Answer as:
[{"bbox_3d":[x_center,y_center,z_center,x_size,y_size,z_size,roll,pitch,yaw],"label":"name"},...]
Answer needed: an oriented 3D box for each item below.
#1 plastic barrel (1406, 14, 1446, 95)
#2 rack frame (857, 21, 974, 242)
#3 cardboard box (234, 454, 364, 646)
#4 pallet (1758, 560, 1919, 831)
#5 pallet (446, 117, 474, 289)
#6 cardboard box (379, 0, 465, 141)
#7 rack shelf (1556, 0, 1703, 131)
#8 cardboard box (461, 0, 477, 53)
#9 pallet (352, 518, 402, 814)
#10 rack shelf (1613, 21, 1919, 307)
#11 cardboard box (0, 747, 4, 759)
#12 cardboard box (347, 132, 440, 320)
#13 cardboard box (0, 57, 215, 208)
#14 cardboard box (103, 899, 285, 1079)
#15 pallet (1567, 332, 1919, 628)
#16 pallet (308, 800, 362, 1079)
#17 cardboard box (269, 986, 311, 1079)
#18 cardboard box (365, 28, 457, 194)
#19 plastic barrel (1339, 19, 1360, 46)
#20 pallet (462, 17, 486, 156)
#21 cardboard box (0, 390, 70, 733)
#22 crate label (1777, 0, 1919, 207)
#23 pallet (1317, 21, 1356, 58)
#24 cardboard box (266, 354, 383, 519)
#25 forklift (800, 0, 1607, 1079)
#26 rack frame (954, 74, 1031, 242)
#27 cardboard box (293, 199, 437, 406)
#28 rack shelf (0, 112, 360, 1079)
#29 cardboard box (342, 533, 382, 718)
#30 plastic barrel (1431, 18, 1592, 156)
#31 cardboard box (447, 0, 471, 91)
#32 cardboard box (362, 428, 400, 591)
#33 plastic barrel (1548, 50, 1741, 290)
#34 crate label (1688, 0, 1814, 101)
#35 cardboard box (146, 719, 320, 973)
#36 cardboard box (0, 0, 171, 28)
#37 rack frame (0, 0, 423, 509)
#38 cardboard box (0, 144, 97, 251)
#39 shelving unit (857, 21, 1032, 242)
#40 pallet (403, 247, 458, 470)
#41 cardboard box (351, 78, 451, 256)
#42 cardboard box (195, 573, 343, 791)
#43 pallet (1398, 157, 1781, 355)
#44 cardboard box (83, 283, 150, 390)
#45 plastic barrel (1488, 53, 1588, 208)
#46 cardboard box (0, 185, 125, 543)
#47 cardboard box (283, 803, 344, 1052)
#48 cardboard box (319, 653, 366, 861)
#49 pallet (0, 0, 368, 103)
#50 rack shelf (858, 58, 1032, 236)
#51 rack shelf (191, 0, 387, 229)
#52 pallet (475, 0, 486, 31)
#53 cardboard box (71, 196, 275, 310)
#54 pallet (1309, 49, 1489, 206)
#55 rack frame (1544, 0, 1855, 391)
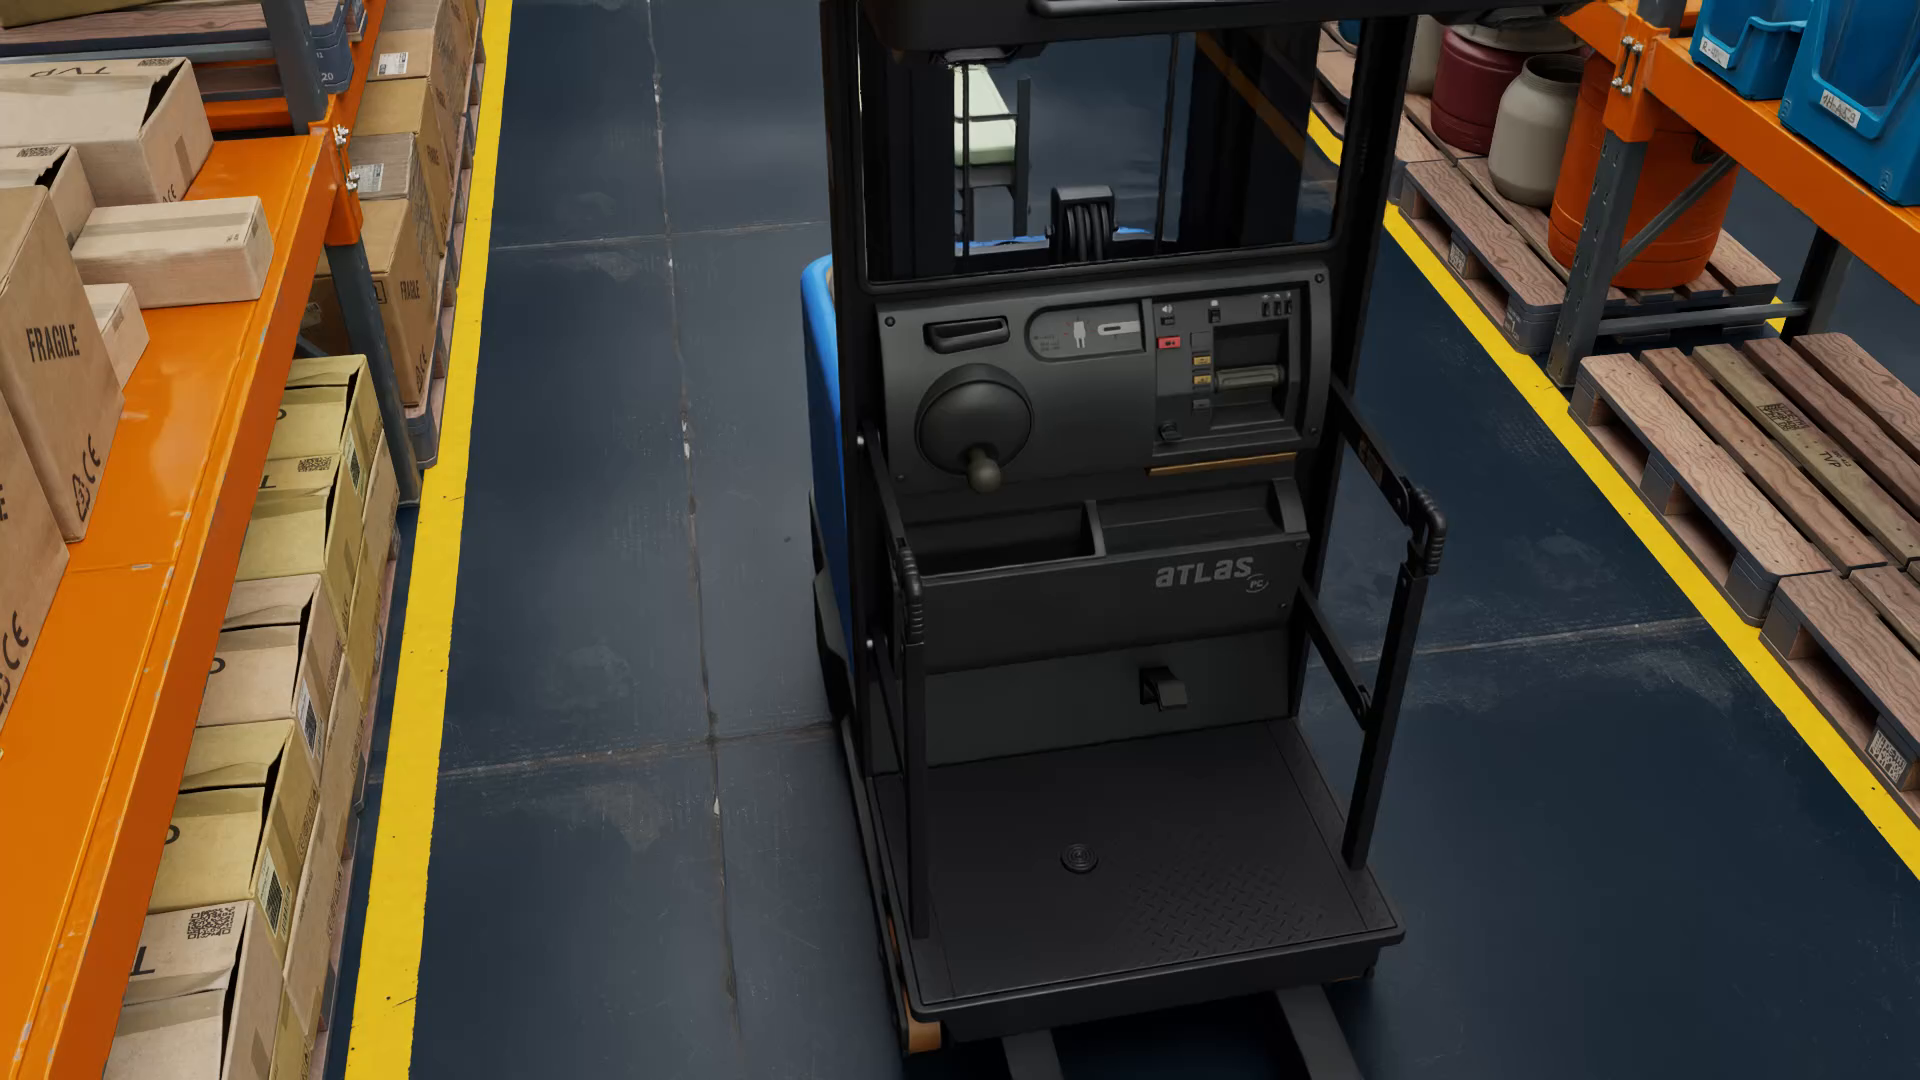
[{"bbox_3d":[2.135,-2.299,7.450,0.421,0.512,0.421,0,38,0],"label":"plastic barrel"},{"bbox_3d":[-0.155,-1.046,5.374,0.400,1.500,0.023,-7,38,-9],"label":"rack frame"},{"bbox_3d":[-1.823,0.023,4.217,0.500,0.311,0.500,-7,38,-9],"label":"cardboard box"},{"bbox_3d":[2.931,0.500,4.435,1.003,0.211,1.213,-6,38,-8],"label":"pallet"},{"bbox_3d":[-2.559,-1.367,6.838,1.003,0.211,1.213,-6,38,-8],"label":"pallet"},{"bbox_3d":[-2.422,-2.011,7.073,0.500,0.500,0.500,-6,38,-7],"label":"cardboard box"},{"bbox_3d":[2.272,-2.733,6.909,1.077,0.370,4.000,-6,38,-8],"label":"rack shelf"},{"bbox_3d":[-2.587,-2.614,7.848,0.500,0.500,0.500,-6,38,-8],"label":"cardboard box"},{"bbox_3d":[-2.149,0.324,4.661,1.003,0.211,1.213,-6,38,-8],"label":"pallet"},{"bbox_3d":[2.973,-0.317,3.799,1.077,0.370,4.000,-6,38,-8],"label":"rack shelf"},{"bbox_3d":[-1.764,0.314,2.319,0.500,0.500,0.500,-4,38,-5],"label":"cardboard box"},{"bbox_3d":[-2.151,-1.086,5.882,0.500,0.500,0.500,-8,38,-10],"label":"cardboard box"},{"bbox_3d":[-2.234,-1.019,4.189,0.500,0.311,0.500,-4,38,-5],"label":"cardboard box"},{"bbox_3d":[-1.555,0.944,3.031,0.500,0.311,0.500,-7,38,-9],"label":"cardboard box"},{"bbox_3d":[2.720,-0.236,5.381,1.003,0.211,1.213,-6,38,-8],"label":"pallet"},{"bbox_3d":[-1.938,1.060,3.714,1.003,0.211,1.213,-6,38,-8],"label":"pallet"},{"bbox_3d":[-1.562,1.166,3.203,0.500,0.250,0.500,-7,38,-9],"label":"cardboard box"},{"bbox_3d":[-2.330,-1.704,6.678,0.500,0.500,0.500,-7,38,-9],"label":"cardboard box"},{"bbox_3d":[2.124,-2.804,7.782,0.600,0.901,0.708,-6,38,-8],"label":"plastic barrel"},{"bbox_3d":[-2.776,-2.106,7.789,1.003,0.211,1.213,-6,38,-8],"label":"pallet"},{"bbox_3d":[-1.852,0.012,2.708,0.500,0.500,0.500,-6,38,-8],"label":"cardboard box"},{"bbox_3d":[2.530,-1.194,4.313,0.502,0.435,0.616,-6,38,-8],"label":"crate label"},{"bbox_3d":[2.015,-2.653,8.493,1.003,0.211,1.213,-6,38,-8],"label":"pallet"},{"bbox_3d":[-1.921,-0.290,4.620,0.500,0.311,0.500,-5,38,-7],"label":"cardboard box"},{"bbox_3d":[0.344,-0.253,3.186,1.130,2.935,3.031,-7,38,-9],"label":"forklift"},{"bbox_3d":[-0.012,-0.605,4.807,0.400,1.500,0.023,-7,38,-9],"label":"rack frame"},{"bbox_3d":[-2.053,-0.771,5.476,0.500,0.500,0.500,-5,38,-6],"label":"cardboard box"},{"bbox_3d":[-1.904,0.214,3.116,1.077,0.370,4.000,-6,38,-8],"label":"rack shelf"},{"bbox_3d":[-1.829,0.244,4.390,0.500,0.250,0.500,-7,38,-8],"label":"cardboard box"},{"bbox_3d":[2.322,-1.998,7.000,0.600,0.588,0.708,-6,38,-8],"label":"plastic barrel"},{"bbox_3d":[-2.509,-2.314,7.463,0.500,0.500,0.500,-6,38,-8],"label":"cardboard box"},{"bbox_3d":[-1.922,-0.067,4.790,0.500,0.250,0.500,-5,38,-7],"label":"cardboard box"},{"bbox_3d":[2.520,-1.411,6.048,0.600,0.830,0.708,-6,38,-8],"label":"plastic barrel"},{"bbox_3d":[2.327,-1.448,4.805,0.303,0.233,0.416,-6,38,-8],"label":"crate label"},{"bbox_3d":[-1.652,0.631,3.434,0.500,0.311,0.500,-5,38,-7],"label":"cardboard box"},{"bbox_3d":[-2.476,-1.852,4.765,0.700,0.500,0.500,-19,42,-23],"label":"cardboard box"},{"bbox_3d":[-2.255,-1.278,4.451,1.000,3.000,0.127,-6,38,-8],"label":"rack frame"},{"bbox_3d":[-2.289,-0.682,3.756,0.500,0.311,0.500,-7,38,-8],"label":"cardboard box"},{"bbox_3d":[-0.084,-0.826,5.090,0.431,1.500,0.755,-7,38,-9],"label":"shelving unit"},{"bbox_3d":[-2.348,-0.632,5.892,1.003,0.211,1.213,-6,38,-8],"label":"pallet"},{"bbox_3d":[-2.234,-1.390,6.273,0.500,0.500,0.500,-7,38,-9],"label":"cardboard box"},{"bbox_3d":[-1.737,0.328,3.824,0.500,0.311,0.500,-6,38,-8],"label":"cardboard box"},{"bbox_3d":[2.443,-1.179,6.596,1.003,0.211,1.213,-6,38,-8],"label":"pallet"},{"bbox_3d":[-1.976,-0.415,3.544,0.380,0.149,0.250,-4,38,-5],"label":"cardboard box"},{"bbox_3d":[2.333,-1.617,6.572,0.421,0.512,0.421,0,38,0],"label":"plastic barrel"},{"bbox_3d":[-1.945,-0.306,3.118,0.500,0.500,0.500,-8,39,-10],"label":"cardboard box"},{"bbox_3d":[-1.650,0.859,3.599,0.500,0.250,0.500,-6,38,-7],"label":"cardboard box"},{"bbox_3d":[-1.743,0.548,3.998,0.500,0.250,0.500,-5,38,-7],"label":"cardboard box"},{"bbox_3d":[-2.443,-1.604,5.027,1.213,0.211,1.003,-6,38,-8],"label":"pallet"},{"bbox_3d":[-0.084,-1.134,4.851,0.431,0.370,0.720,-7,38,-9],"label":"rack shelf"},{"bbox_3d":[-2.605,-2.202,6.226,1.077,0.370,4.000,-6,38,-8],"label":"rack shelf"},{"bbox_3d":[-3.076,-3.008,8.950,1.003,0.211,1.213,-6,38,-8],"label":"pallet"},{"bbox_3d":[-1.825,-0.666,3.867,0.380,0.149,0.250,-6,38,-8],"label":"cardboard box"},{"bbox_3d":[2.233,-1.915,7.543,1.003,0.211,1.213,-6,38,-8],"label":"pallet"},{"bbox_3d":[2.622,-1.809,5.133,1.000,3.000,0.127,-6,38,-8],"label":"rack frame"}]
